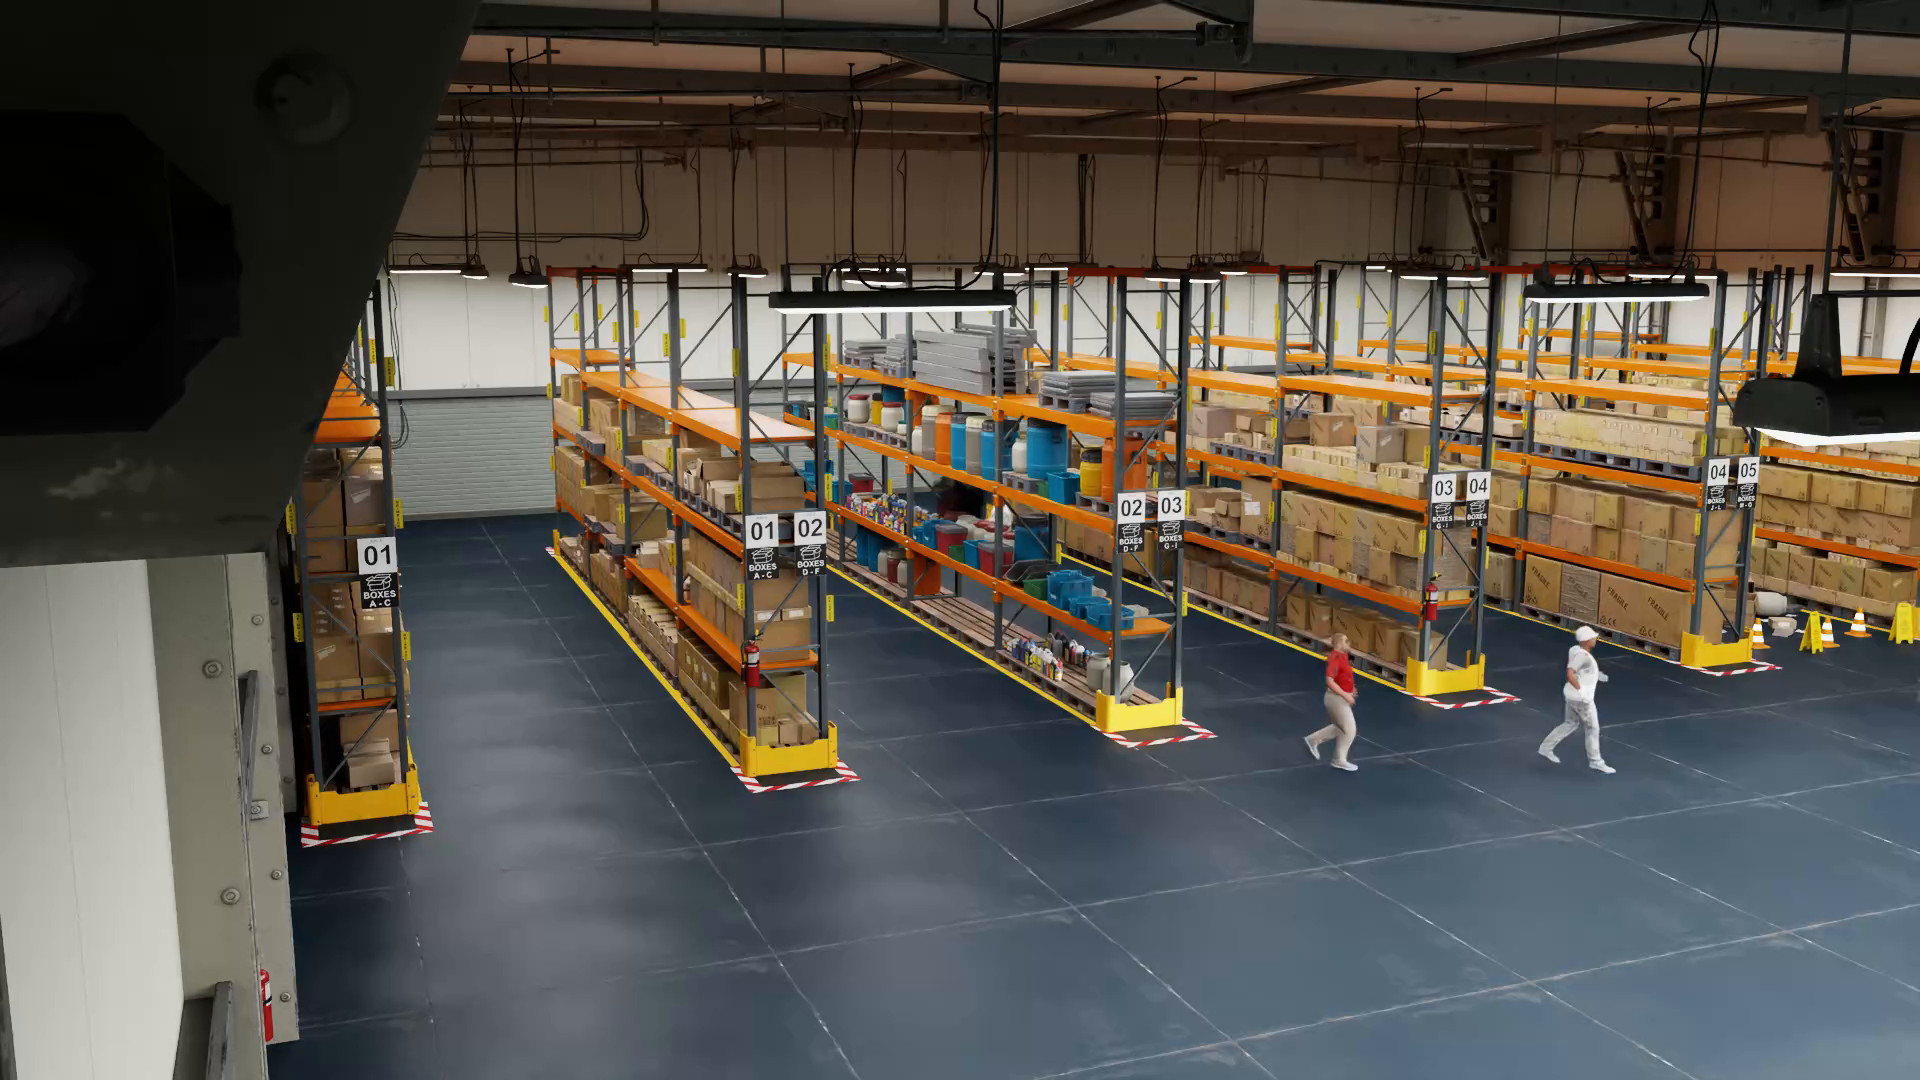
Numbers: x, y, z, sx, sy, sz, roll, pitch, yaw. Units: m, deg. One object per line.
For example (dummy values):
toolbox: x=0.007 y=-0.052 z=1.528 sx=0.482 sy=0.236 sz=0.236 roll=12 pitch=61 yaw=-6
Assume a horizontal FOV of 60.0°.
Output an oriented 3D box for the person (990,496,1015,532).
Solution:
person: x=0.833 y=-0.118 z=32.383 sx=0.616 sy=1.691 sz=0.921 roll=-6 pitch=12 yaw=-32

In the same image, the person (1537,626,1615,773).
person: x=7.575 y=1.932 z=20.311 sx=0.902 sy=1.793 sz=0.708 roll=1 pitch=10 yaw=8

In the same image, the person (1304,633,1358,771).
person: x=4.584 y=1.979 z=20.438 sx=0.666 sy=1.703 sz=0.688 roll=2 pitch=10 yaw=12
